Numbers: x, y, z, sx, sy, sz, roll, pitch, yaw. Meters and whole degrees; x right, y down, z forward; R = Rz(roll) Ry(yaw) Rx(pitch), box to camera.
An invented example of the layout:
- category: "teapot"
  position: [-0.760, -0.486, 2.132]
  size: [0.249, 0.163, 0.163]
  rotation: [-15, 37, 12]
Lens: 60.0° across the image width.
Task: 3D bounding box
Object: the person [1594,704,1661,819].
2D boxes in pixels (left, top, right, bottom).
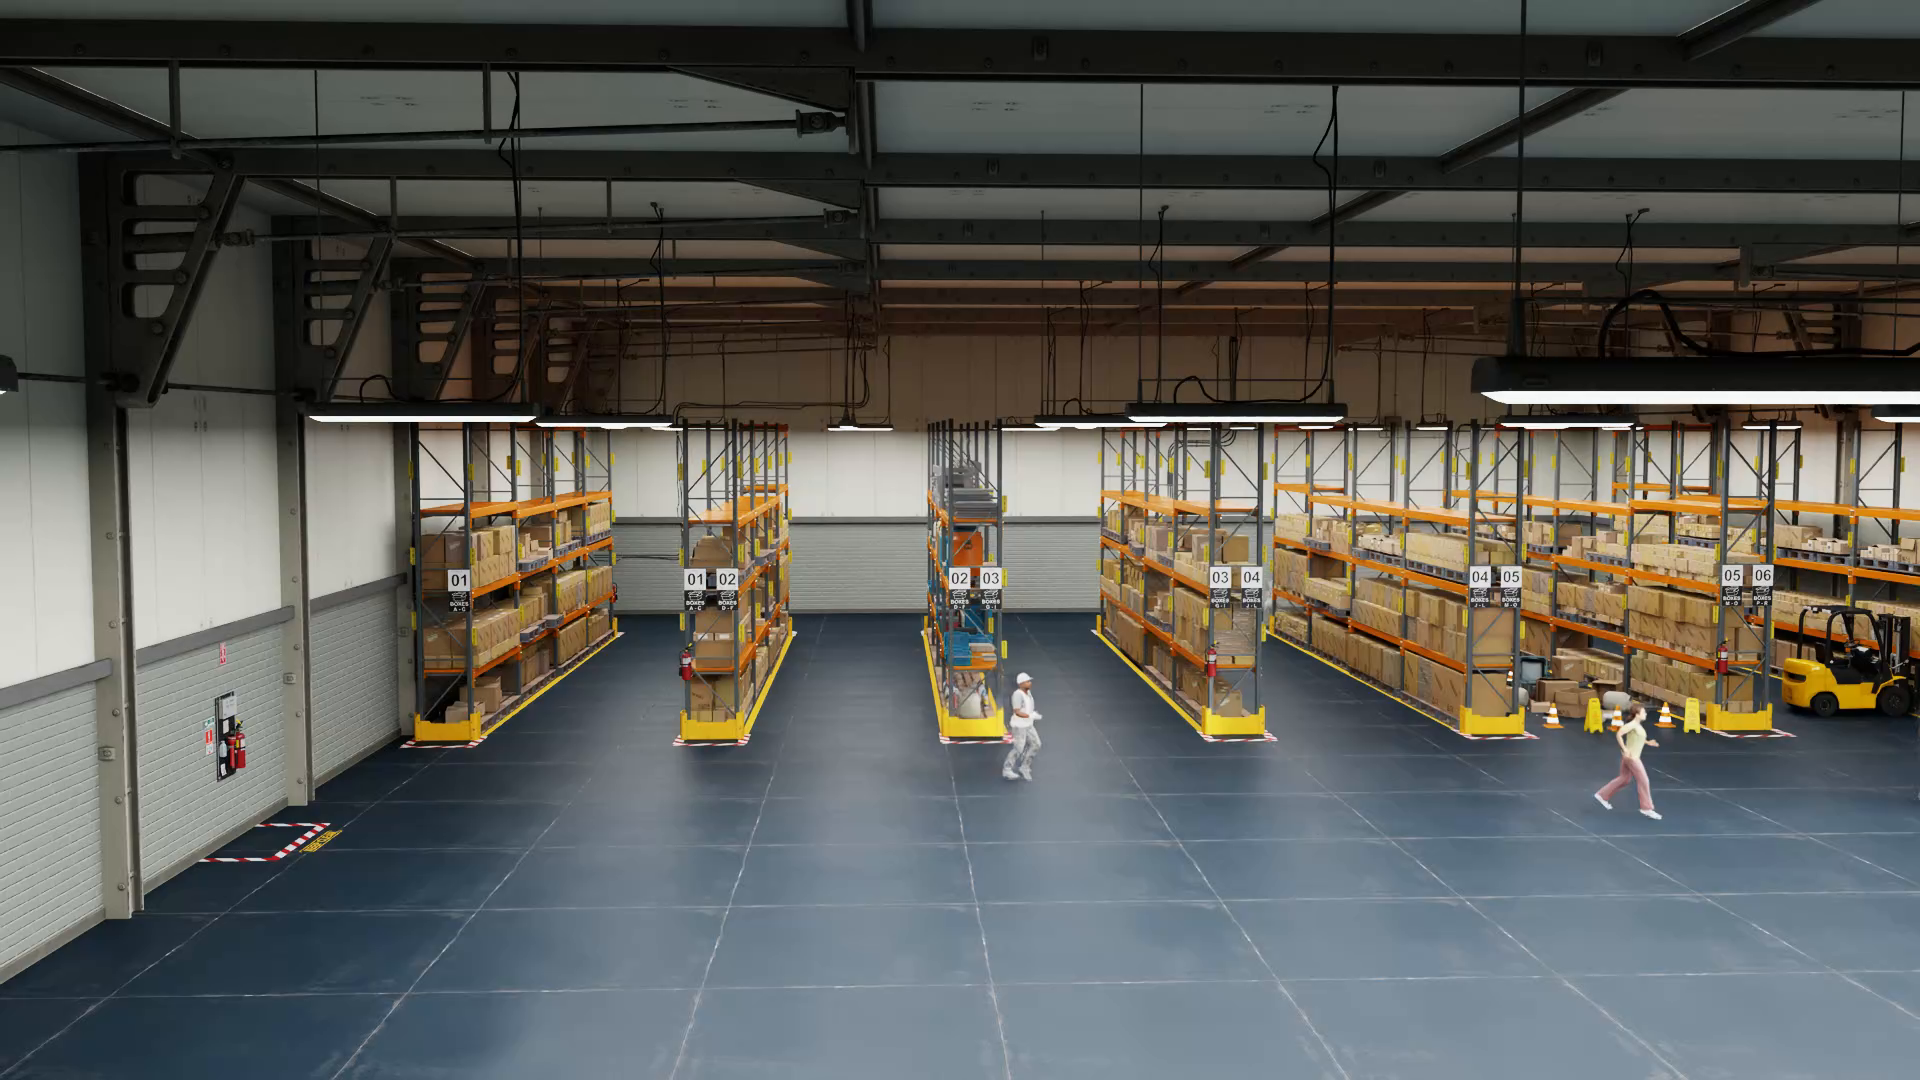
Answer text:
- category: "person"
  position: [10.024, 3.289, 24.926]
  size: [0.954, 1.679, 0.532]
  rotation: [2, 4, 24]

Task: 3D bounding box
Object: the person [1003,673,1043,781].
- category: "person"
  position: [1.065, 3.097, 27.387]
  size: [0.724, 1.827, 0.706]
  rotation: [2, 4, 25]

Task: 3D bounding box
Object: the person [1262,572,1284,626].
- category: "person"
  position: [9.313, 1.728, 49.114]
  size: [0.987, 1.695, 0.754]
  rotation: [0, 4, 3]
